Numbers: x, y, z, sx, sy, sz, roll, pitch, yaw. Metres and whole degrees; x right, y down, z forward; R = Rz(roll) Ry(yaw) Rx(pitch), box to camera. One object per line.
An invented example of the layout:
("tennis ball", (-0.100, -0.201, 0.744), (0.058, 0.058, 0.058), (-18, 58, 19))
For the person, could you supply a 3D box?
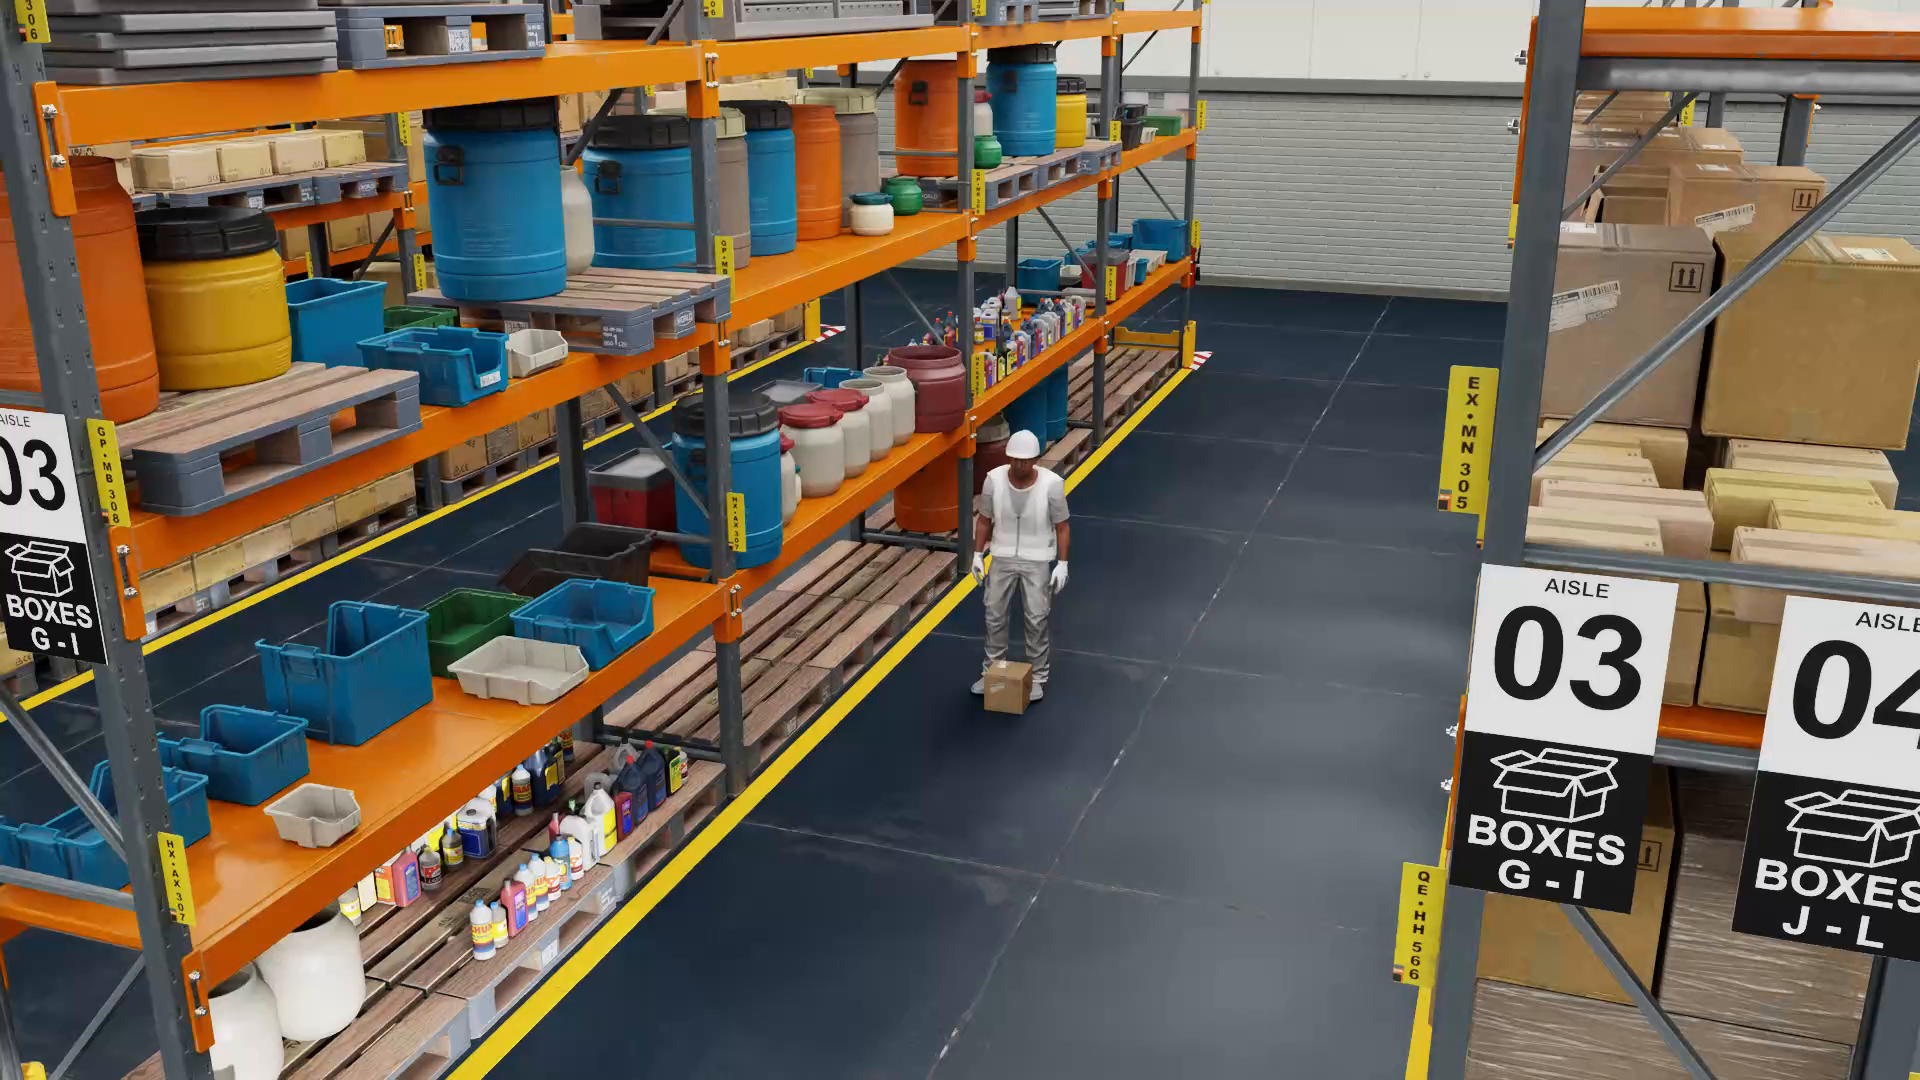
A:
("person", (0.387, 0.148, 10.596), (0.629, 1.775, 0.444), (5, 19, 15))
